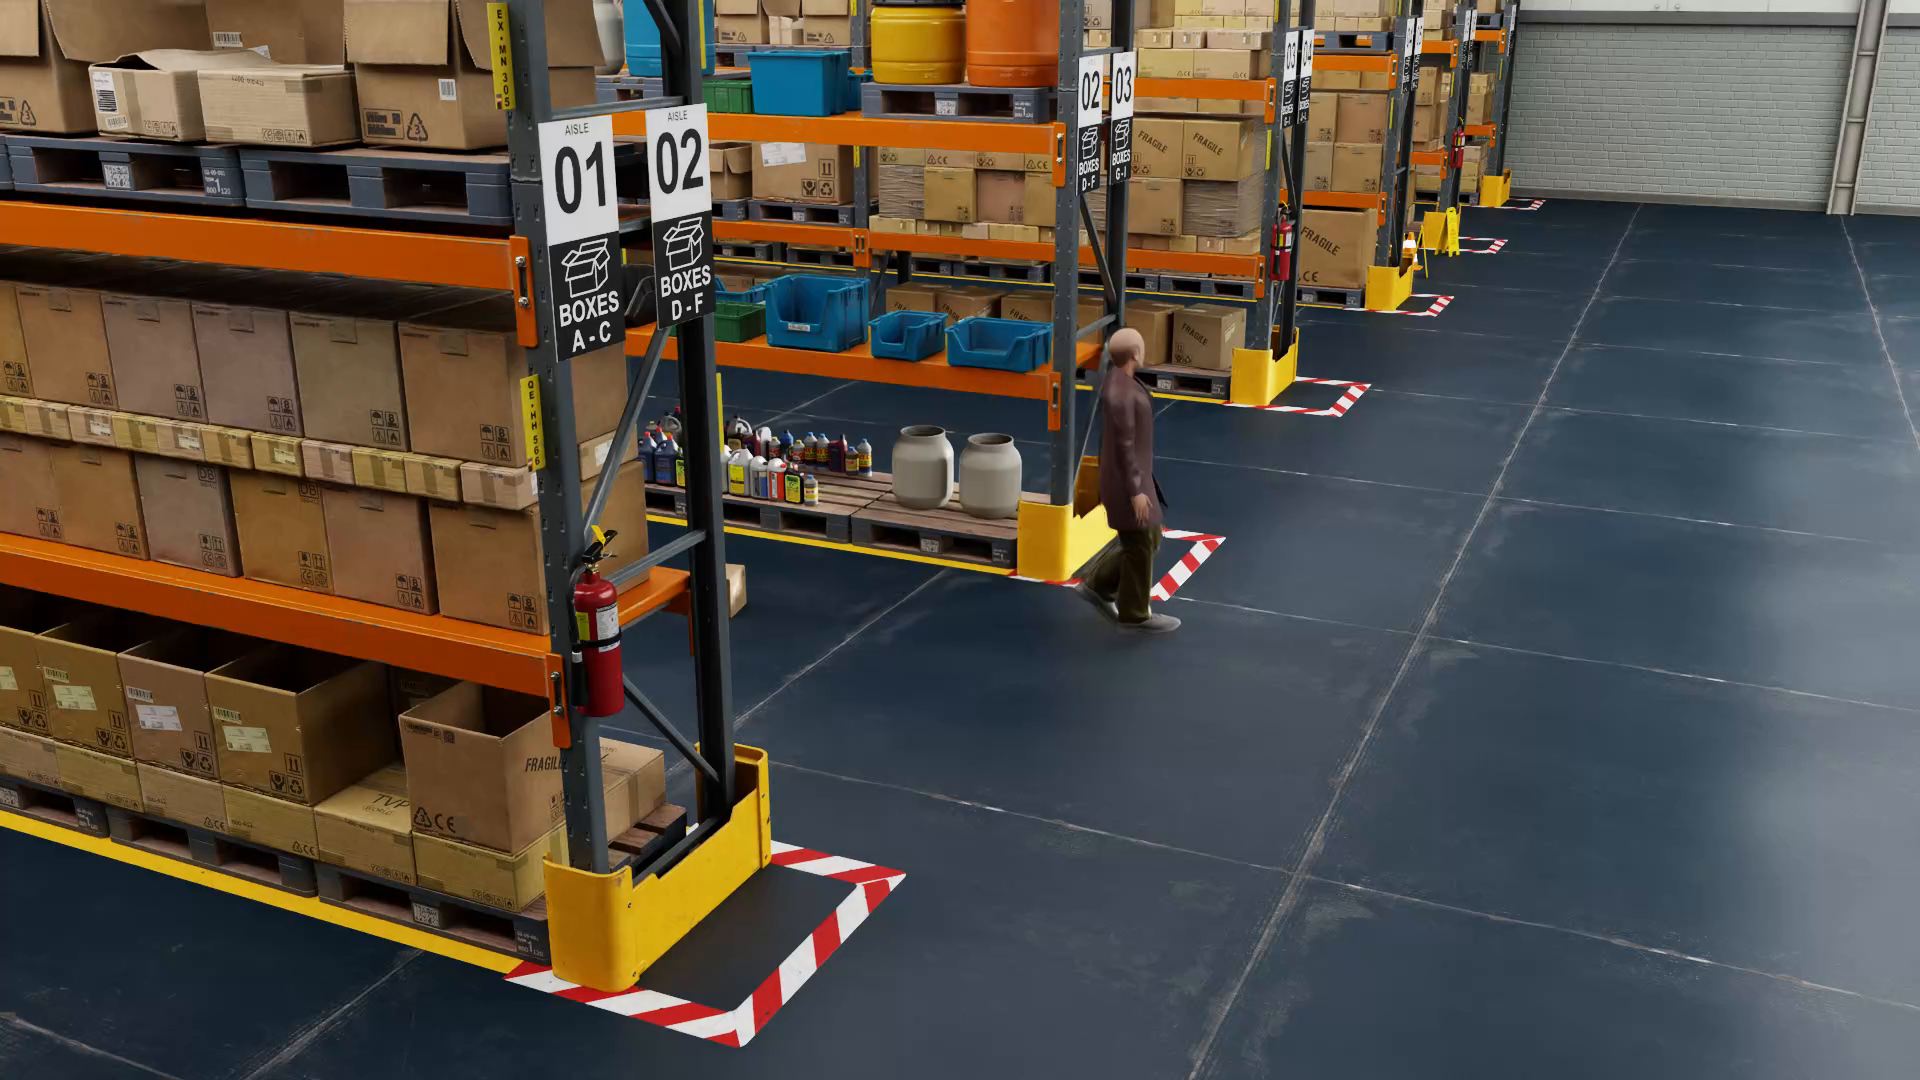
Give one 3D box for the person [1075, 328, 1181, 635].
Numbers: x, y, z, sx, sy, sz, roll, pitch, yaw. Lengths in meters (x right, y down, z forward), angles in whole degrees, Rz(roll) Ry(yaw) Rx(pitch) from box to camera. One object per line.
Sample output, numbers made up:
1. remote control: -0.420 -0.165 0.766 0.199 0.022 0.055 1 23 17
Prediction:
1. person: 0.975 -0.317 9.467 0.625 1.792 0.599 2 19 7
